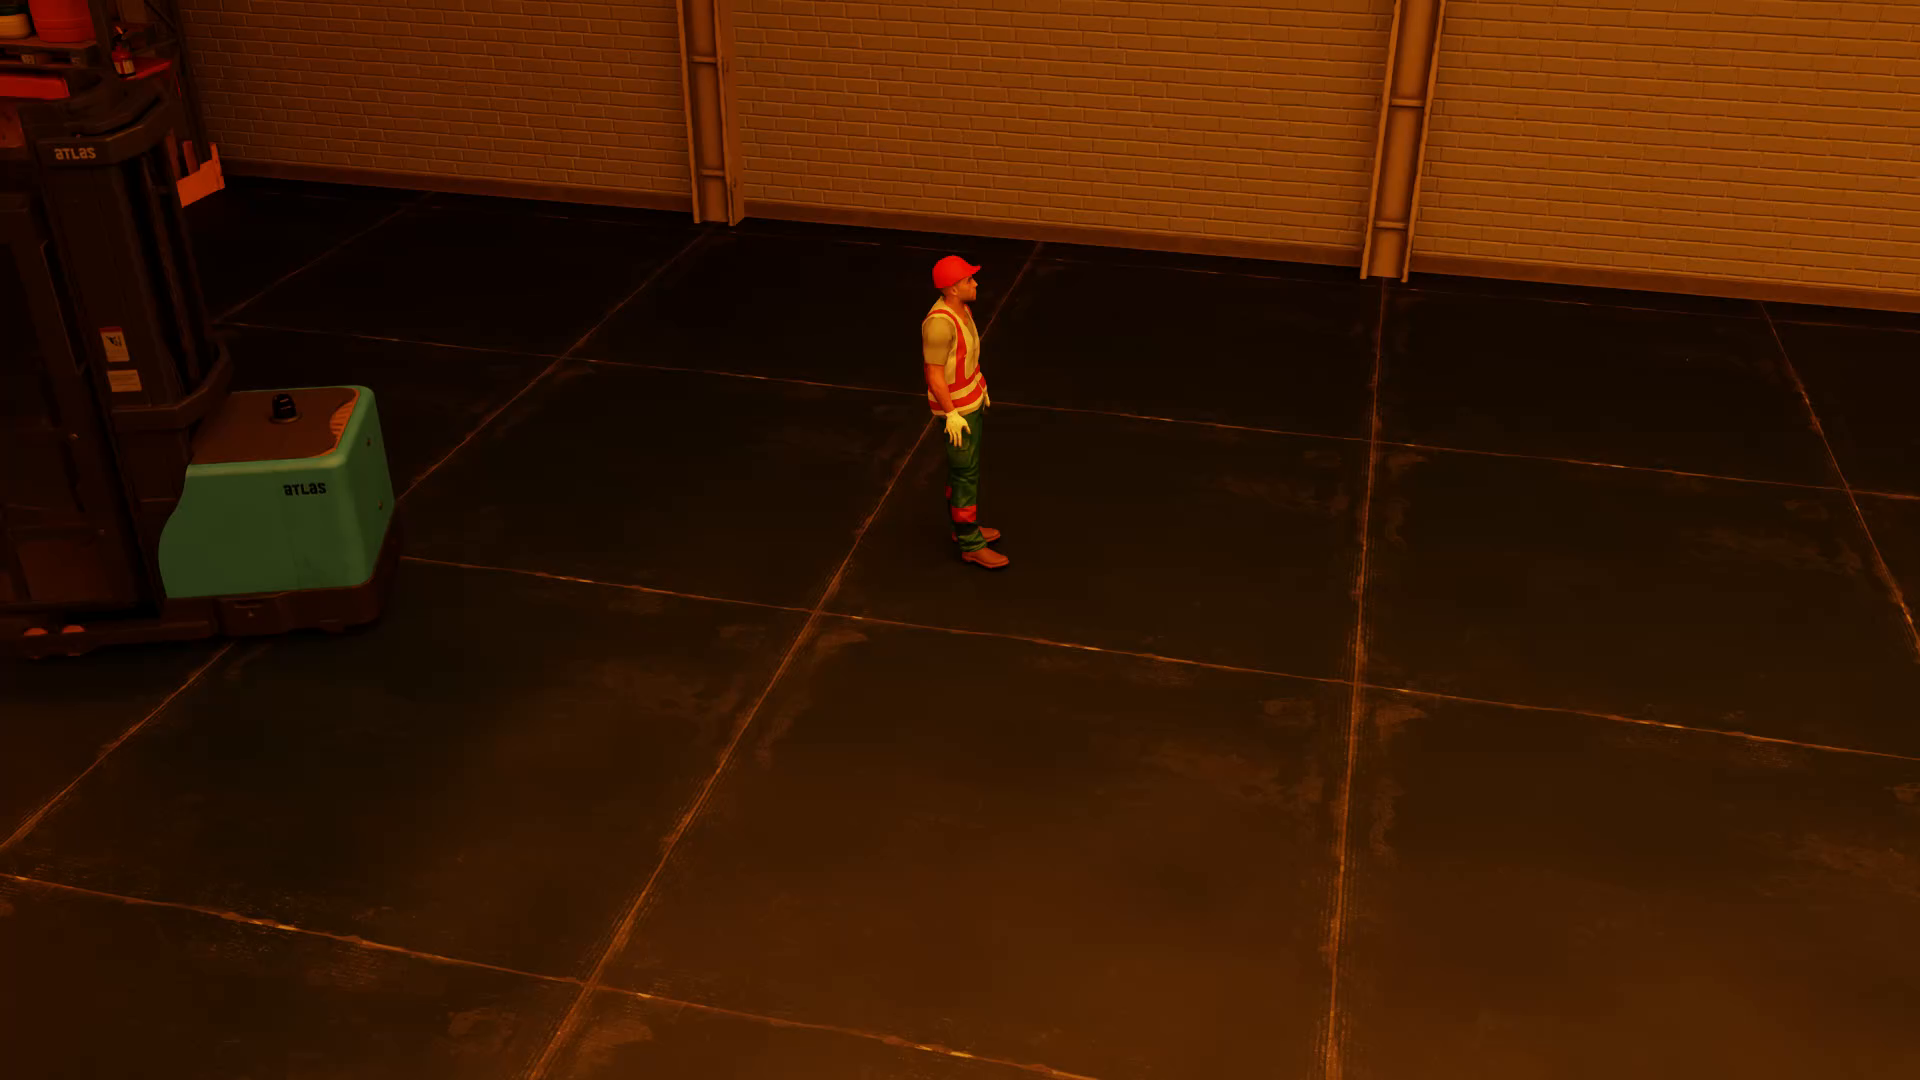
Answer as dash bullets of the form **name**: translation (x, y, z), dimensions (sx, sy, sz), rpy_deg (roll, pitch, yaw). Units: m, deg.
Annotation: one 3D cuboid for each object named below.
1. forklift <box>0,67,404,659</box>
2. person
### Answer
- **forklift**: translation (-4.788, -0.909, 8.774), dimensions (3.031, 2.935, 1.130), rpy_deg (-4, 30, -7)
- **person**: translation (0.074, -0.769, 9.671), dimensions (0.564, 1.787, 0.637), rpy_deg (7, 30, 12)
